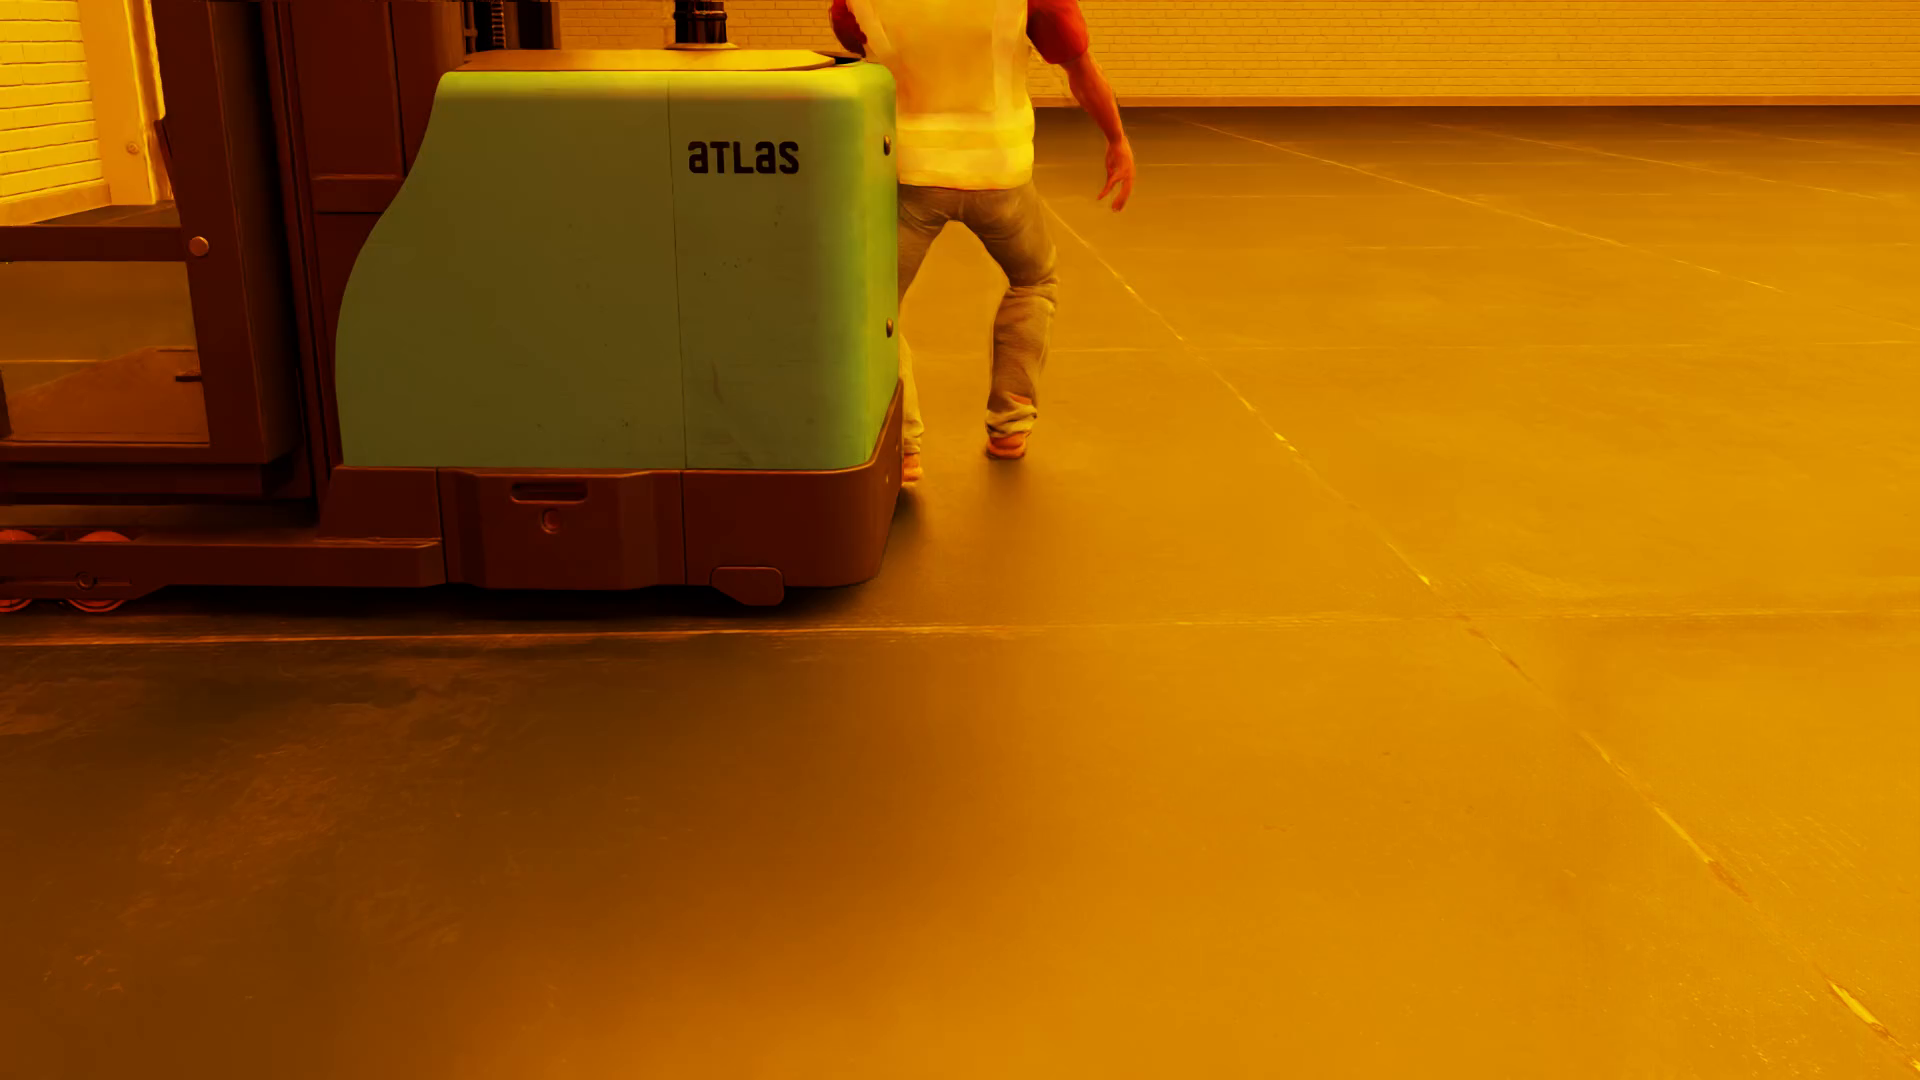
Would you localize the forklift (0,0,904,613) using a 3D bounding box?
[{"bbox_3d":[-1.671,-1.405,3.501,3.031,2.935,1.130,1,17,2],"label":"forklift"}]

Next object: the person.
[{"bbox_3d":[0.063,-0.989,4.372,0.799,1.634,0.850,-3,17,-11],"label":"person"}]
